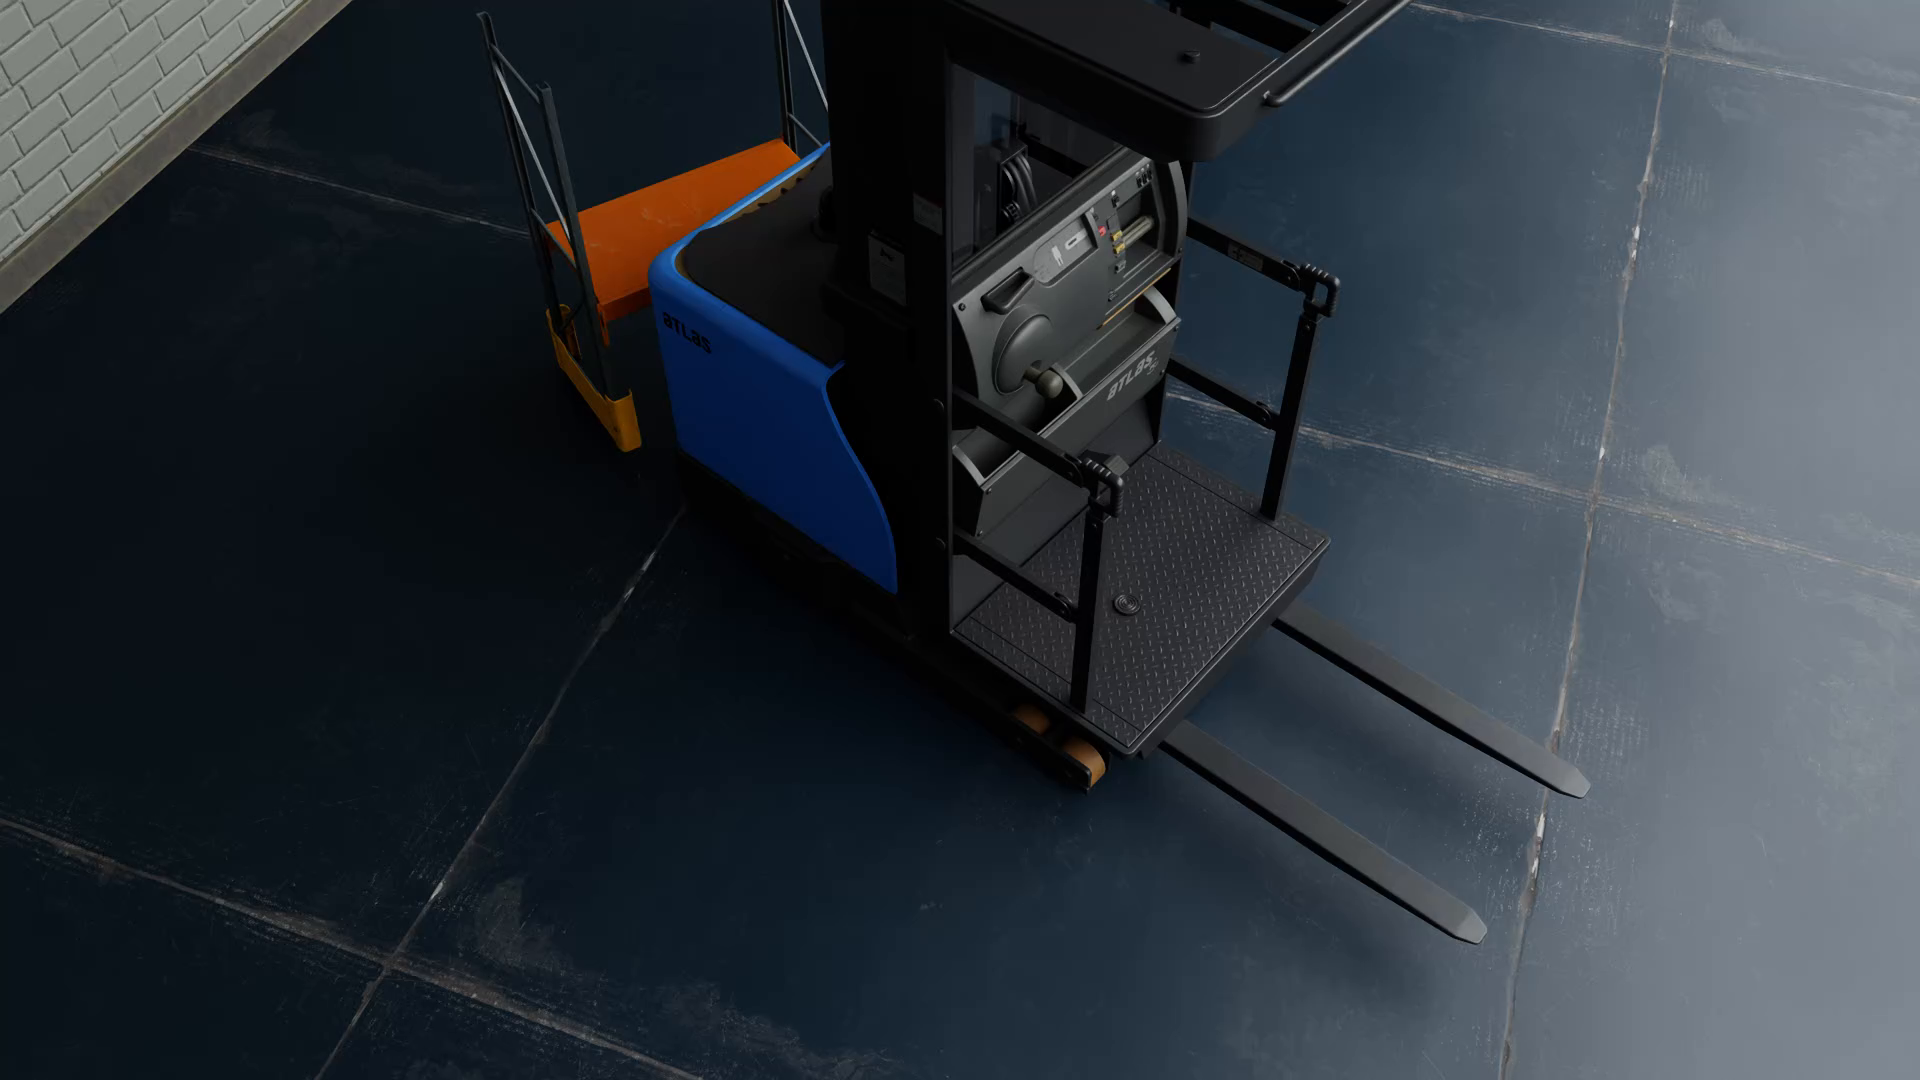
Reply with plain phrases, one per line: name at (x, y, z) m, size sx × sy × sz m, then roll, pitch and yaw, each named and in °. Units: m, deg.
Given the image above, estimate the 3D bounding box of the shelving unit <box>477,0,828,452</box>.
shelving unit at (-0.927, -1.212, 5.808) m, size 1.083 × 1.500 × 0.587 m, roll -26°, pitch 54°, yaw -21°

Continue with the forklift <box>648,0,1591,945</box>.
forklift at (0.472, -0.653, 4.377) m, size 3.031 × 2.935 × 1.130 m, roll 33°, pitch 57°, yaw 25°

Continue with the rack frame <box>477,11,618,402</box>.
rack frame at (-1.361, -0.998, 5.623) m, size 0.032 × 1.500 × 0.500 m, roll -26°, pitch 54°, yaw -21°

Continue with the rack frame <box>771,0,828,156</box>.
rack frame at (-0.509, -1.418, 5.986) m, size 0.032 × 1.500 × 0.500 m, roll -26°, pitch 54°, yaw -21°

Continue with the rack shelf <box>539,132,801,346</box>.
rack shelf at (-0.935, -1.090, 5.941) m, size 1.000 × 0.185 × 0.538 m, roll -26°, pitch 54°, yaw -21°

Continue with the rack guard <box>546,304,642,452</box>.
rack guard at (-1.344, -0.597, 6.102) m, size 0.087 × 0.250 × 0.587 m, roll -26°, pitch 54°, yaw -21°
